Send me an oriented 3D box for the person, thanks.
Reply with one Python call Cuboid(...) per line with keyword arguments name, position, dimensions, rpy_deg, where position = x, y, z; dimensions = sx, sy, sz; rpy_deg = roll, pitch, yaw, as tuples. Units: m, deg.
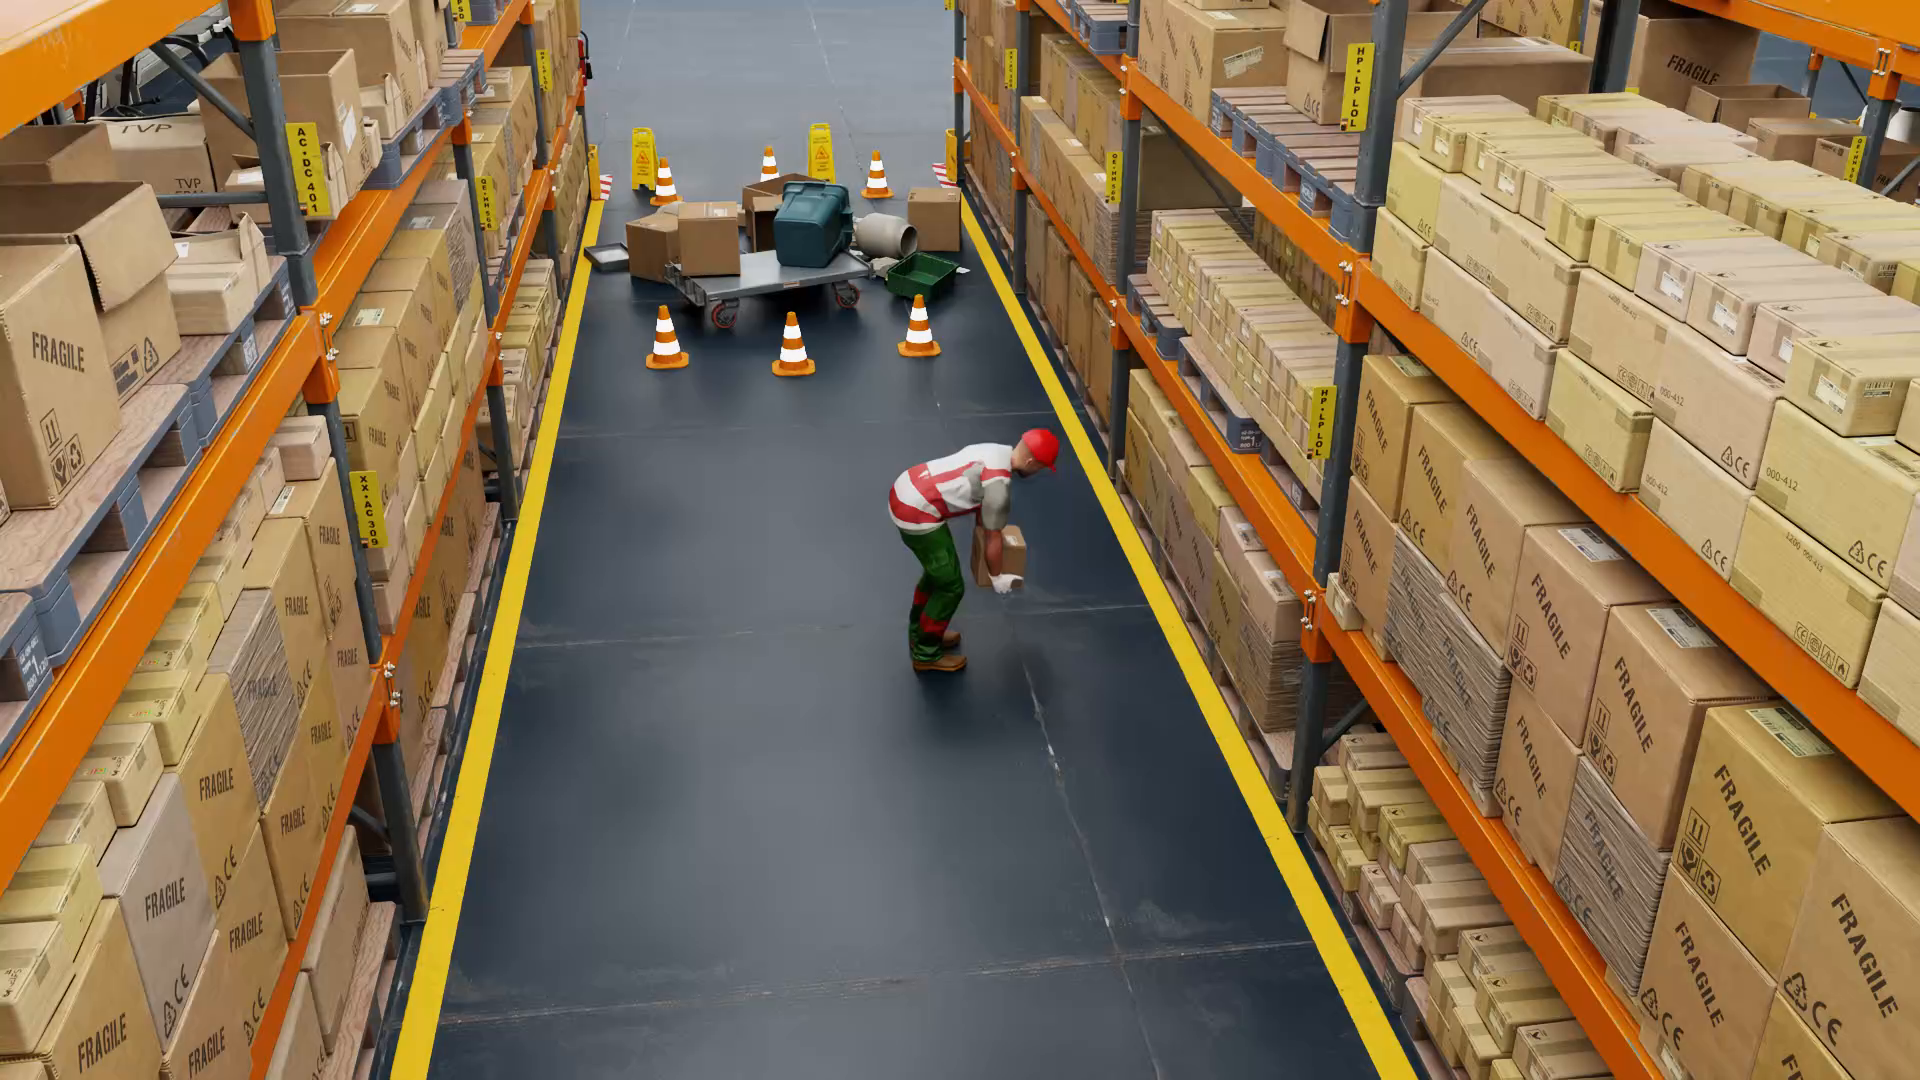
Cuboid(name="person", position=(0.076, 0.036, 9.017), dimensions=(0.914, 1.335, 0.487), rpy_deg=(-4, 27, -8))
